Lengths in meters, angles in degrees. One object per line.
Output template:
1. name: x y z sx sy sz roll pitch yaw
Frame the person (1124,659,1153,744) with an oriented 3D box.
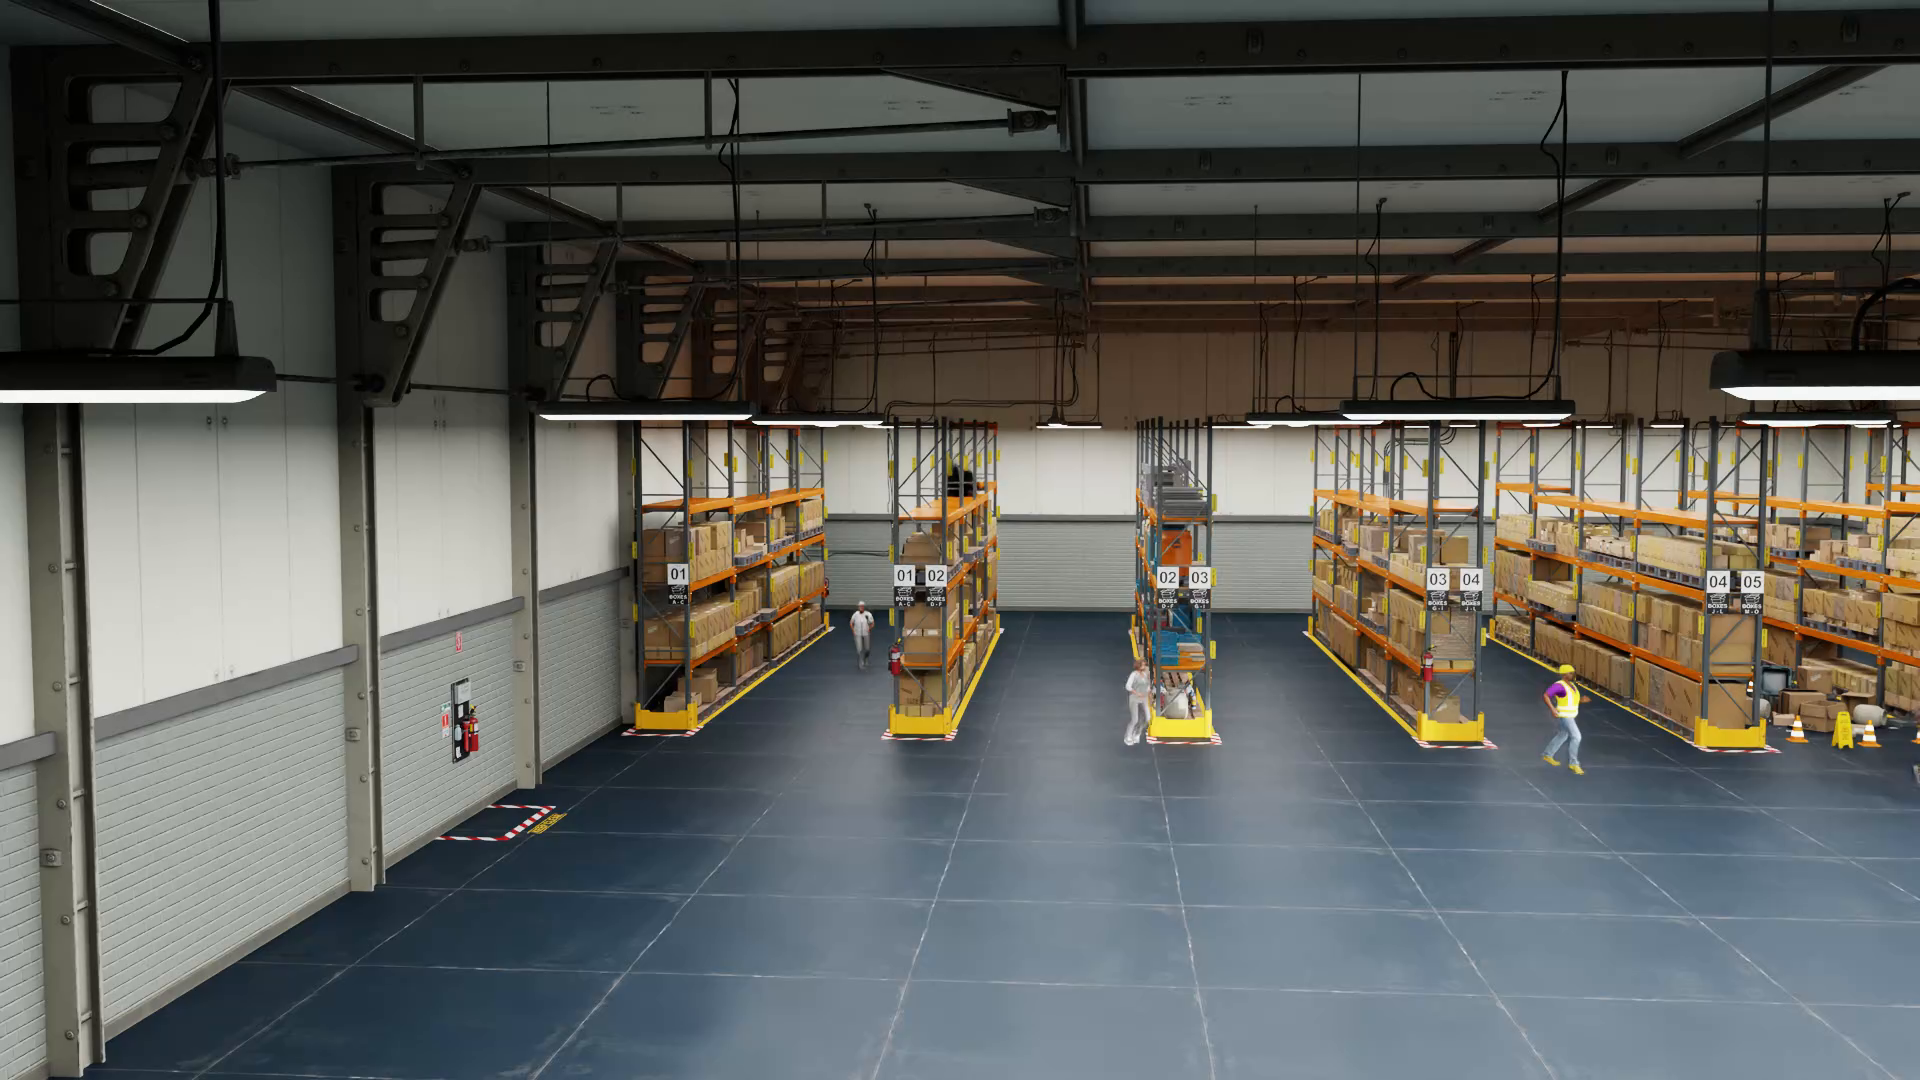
1. person: 3.290 2.958 30.364 0.617 1.556 0.543 -2 4 -33

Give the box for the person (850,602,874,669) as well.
1. person: -2.365 2.294 40.131 0.594 1.622 0.556 0 4 -3

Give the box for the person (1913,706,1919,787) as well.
1. person: 15.597 3.124 26.448 0.692 1.747 0.650 -3 5 -38

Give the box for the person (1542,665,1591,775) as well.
1. person: 10.195 3.004 28.004 0.798 1.826 0.678 3 5 38
